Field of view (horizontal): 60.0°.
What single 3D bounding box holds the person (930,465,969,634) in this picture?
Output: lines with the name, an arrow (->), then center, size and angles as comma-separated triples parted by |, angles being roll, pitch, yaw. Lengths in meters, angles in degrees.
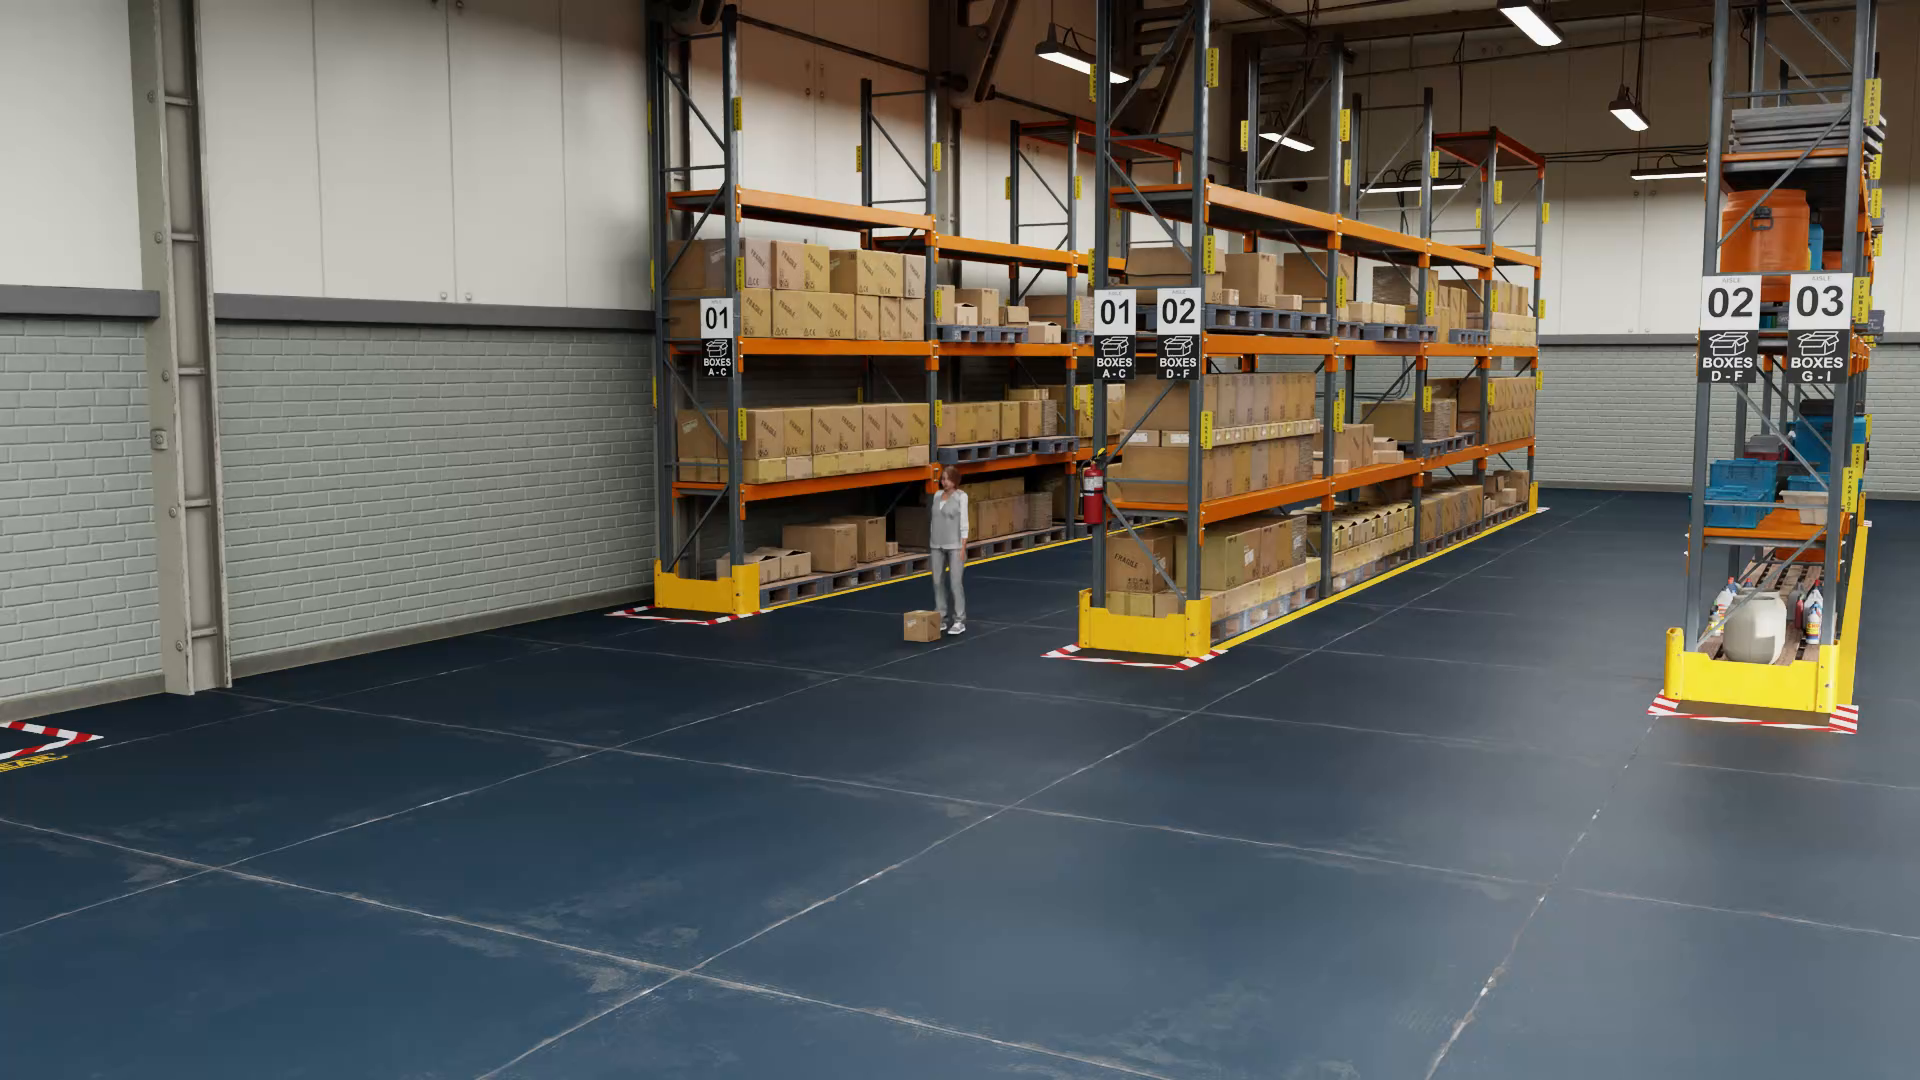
person -> -0.100, 0.089, 15.756 | 0.405, 1.596, 0.303 | 4, 7, 30
